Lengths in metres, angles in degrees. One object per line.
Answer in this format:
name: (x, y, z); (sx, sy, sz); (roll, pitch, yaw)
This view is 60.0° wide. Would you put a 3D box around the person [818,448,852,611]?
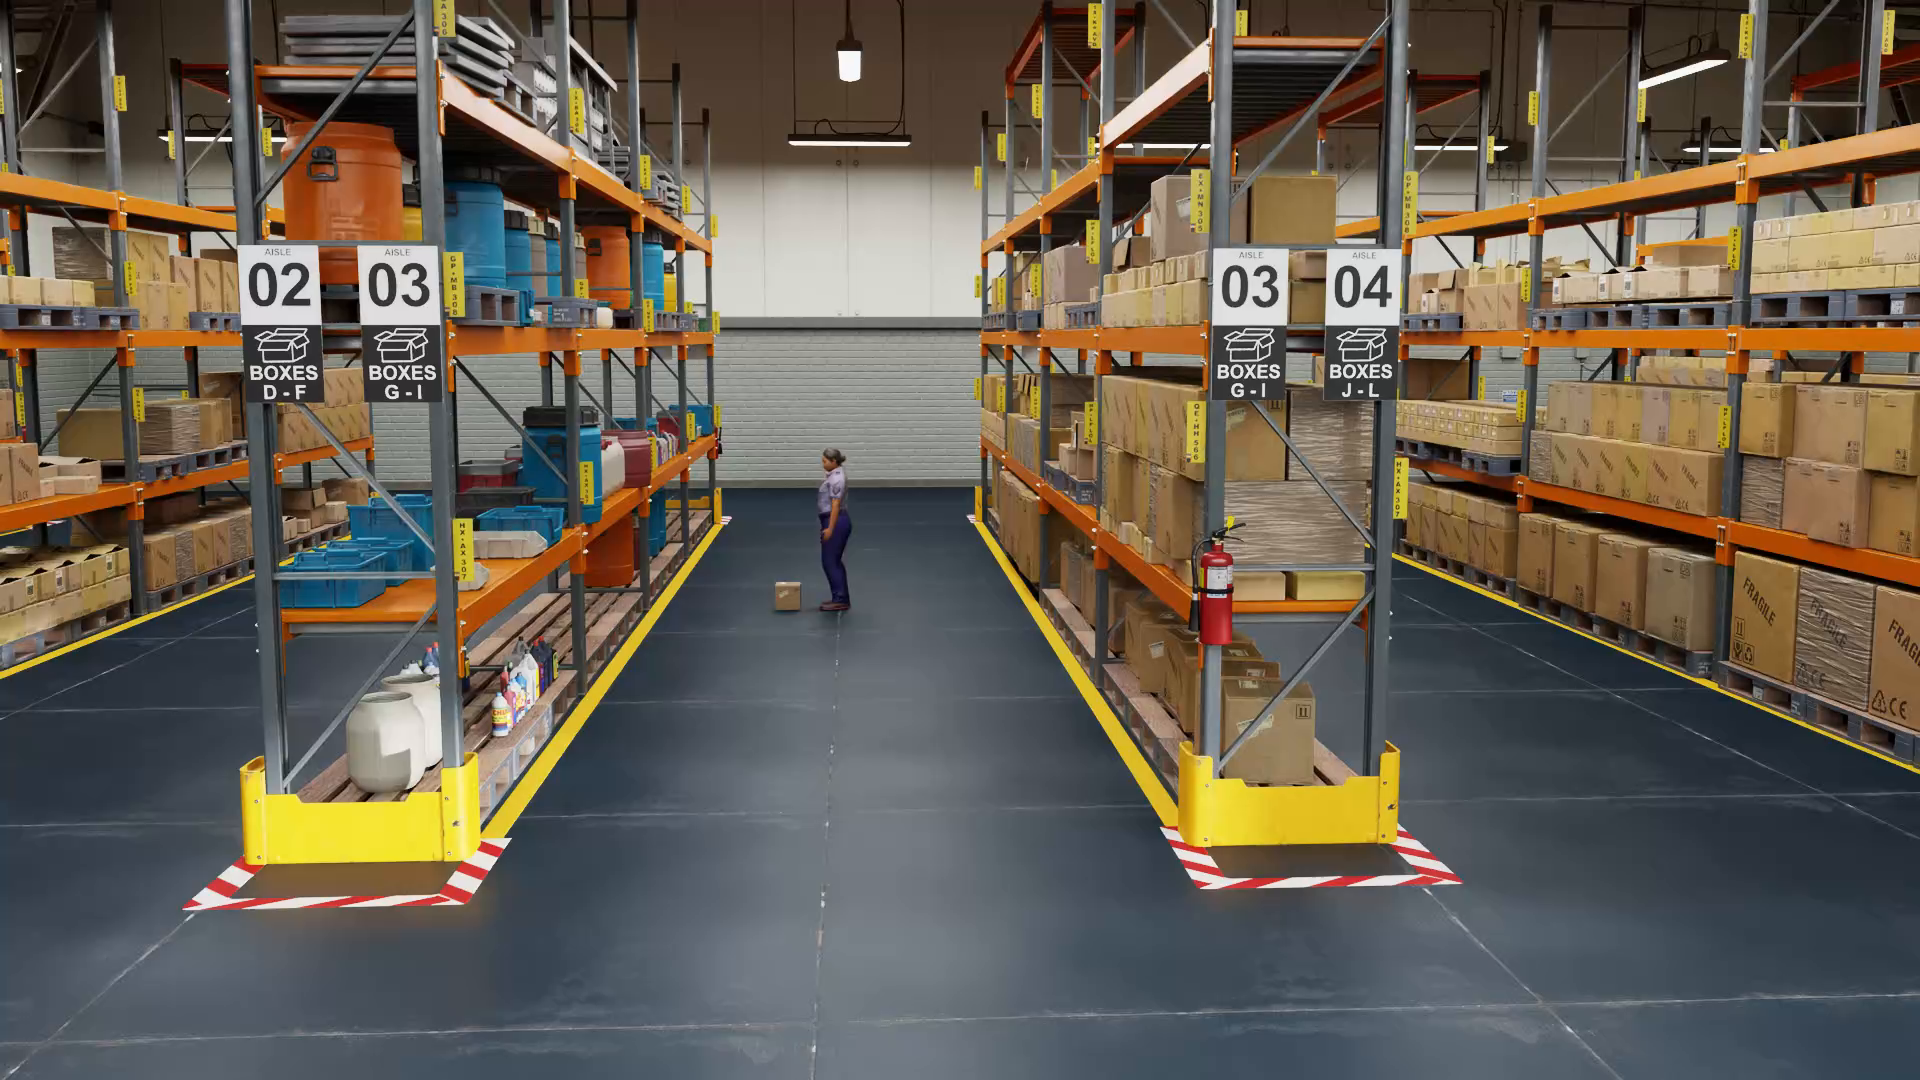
person: (-1.264, -0.115, 16.820); (0.339, 1.640, 0.474); (0, 7, -3)
